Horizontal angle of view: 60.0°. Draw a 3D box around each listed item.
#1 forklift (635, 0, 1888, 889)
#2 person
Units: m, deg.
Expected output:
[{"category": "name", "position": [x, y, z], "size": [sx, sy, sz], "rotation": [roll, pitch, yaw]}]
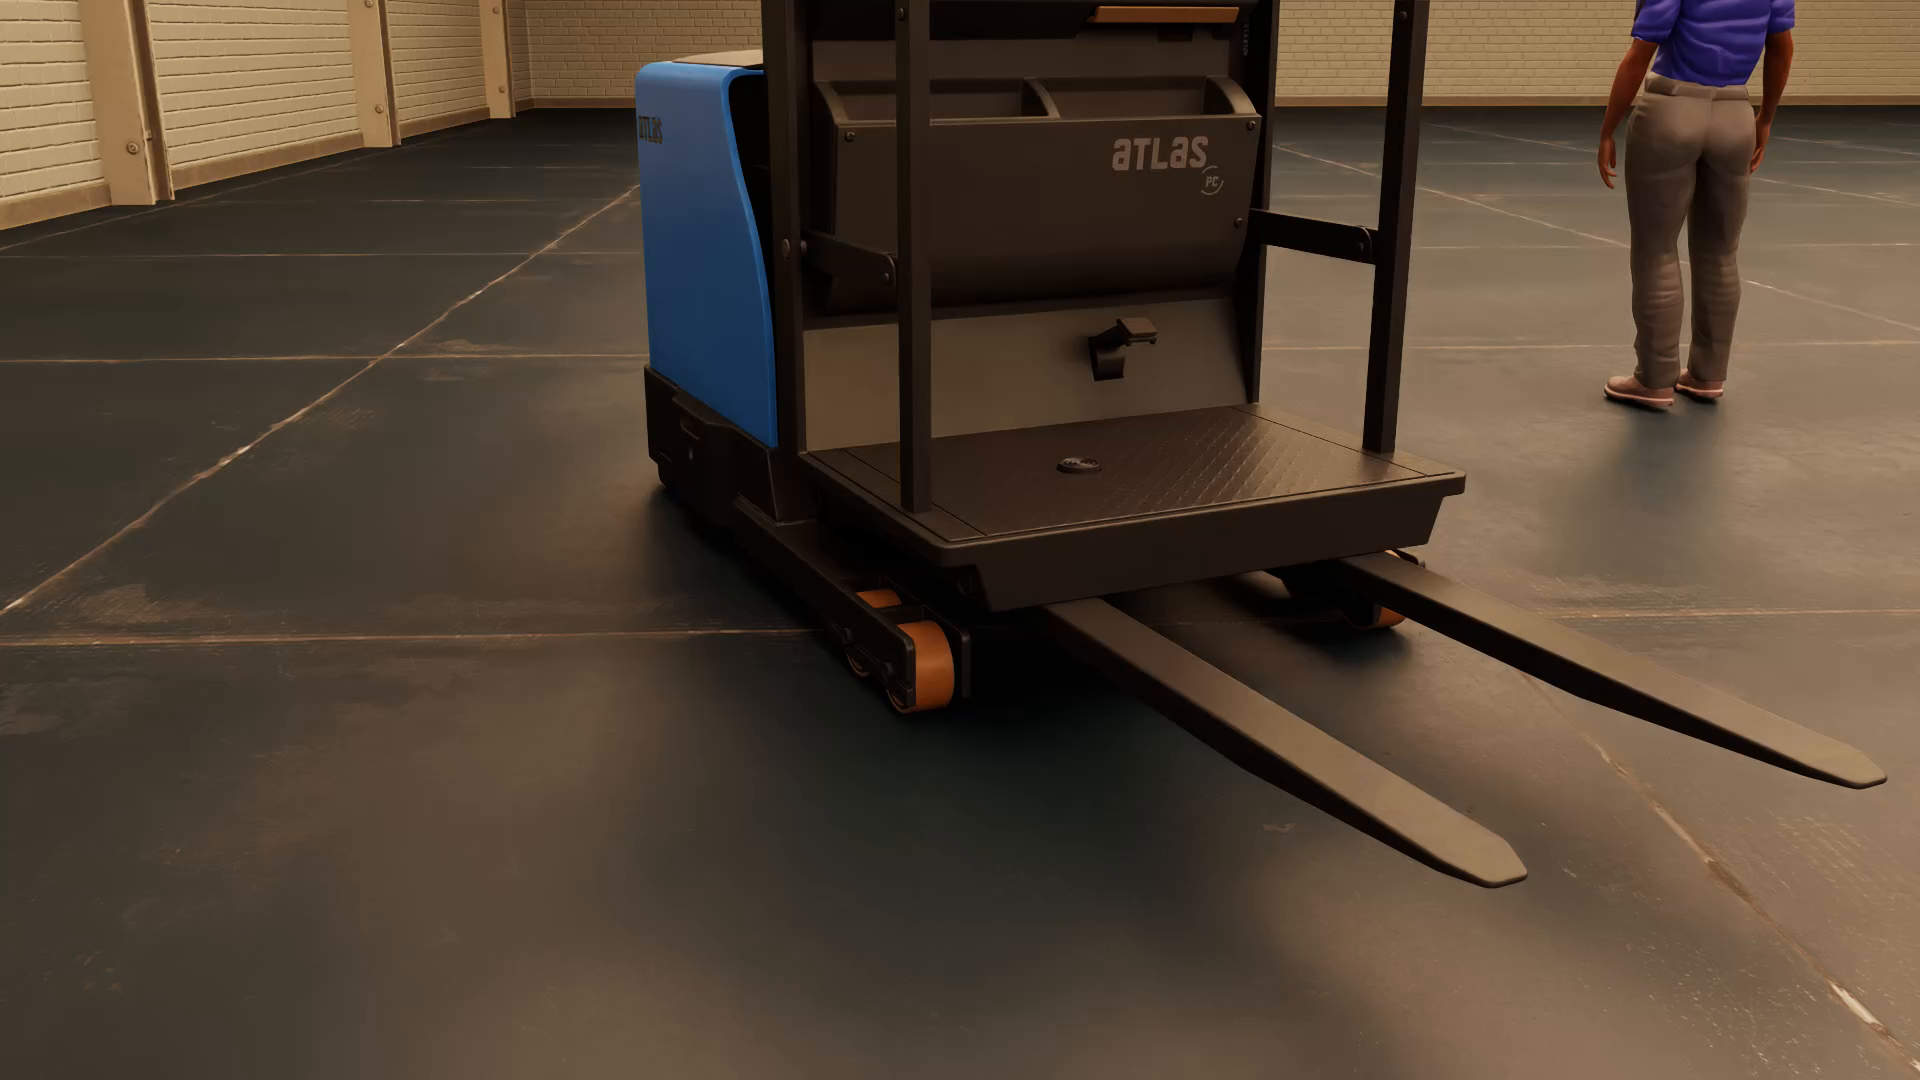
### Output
[{"category": "forklift", "position": [0.258, -1.240, 2.962], "size": [1.130, 2.935, 3.031], "rotation": [-8, 19, -24]}, {"category": "person", "position": [2.225, -1.241, 5.121], "size": [0.570, 1.654, 0.504], "rotation": [-1, 17, -4]}]
